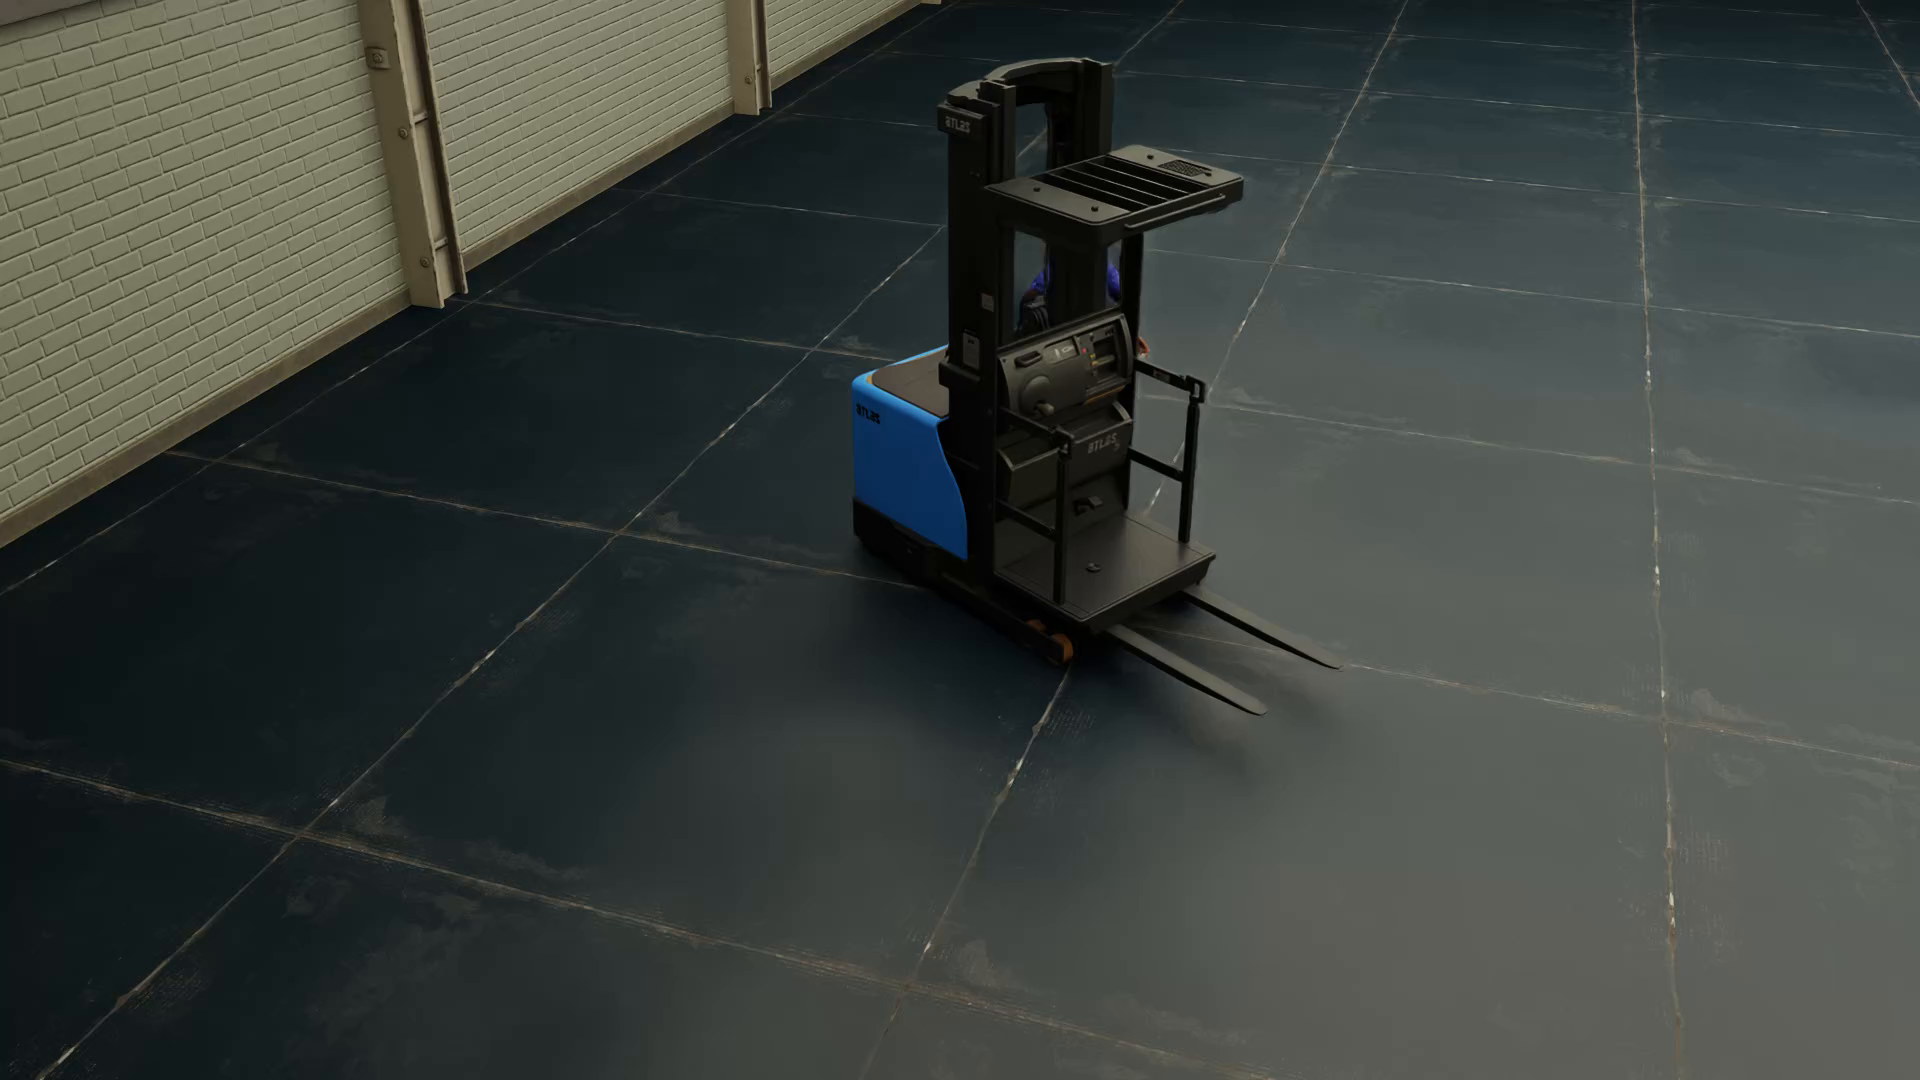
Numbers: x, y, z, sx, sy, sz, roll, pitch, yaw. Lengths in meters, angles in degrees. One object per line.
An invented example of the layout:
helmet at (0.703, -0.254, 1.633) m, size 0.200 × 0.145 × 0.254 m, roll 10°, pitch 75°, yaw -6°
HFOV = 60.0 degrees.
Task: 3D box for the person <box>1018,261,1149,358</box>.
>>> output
person at (0.813, -1.353, 11.034) m, size 0.885 × 1.503 × 0.492 m, roll 3°, pitch 30°, yaw 6°

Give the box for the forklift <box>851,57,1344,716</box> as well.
forklift at (0.713, -0.890, 8.698) m, size 1.130 × 2.935 × 3.031 m, roll -24°, pitch 37°, yaw -35°
